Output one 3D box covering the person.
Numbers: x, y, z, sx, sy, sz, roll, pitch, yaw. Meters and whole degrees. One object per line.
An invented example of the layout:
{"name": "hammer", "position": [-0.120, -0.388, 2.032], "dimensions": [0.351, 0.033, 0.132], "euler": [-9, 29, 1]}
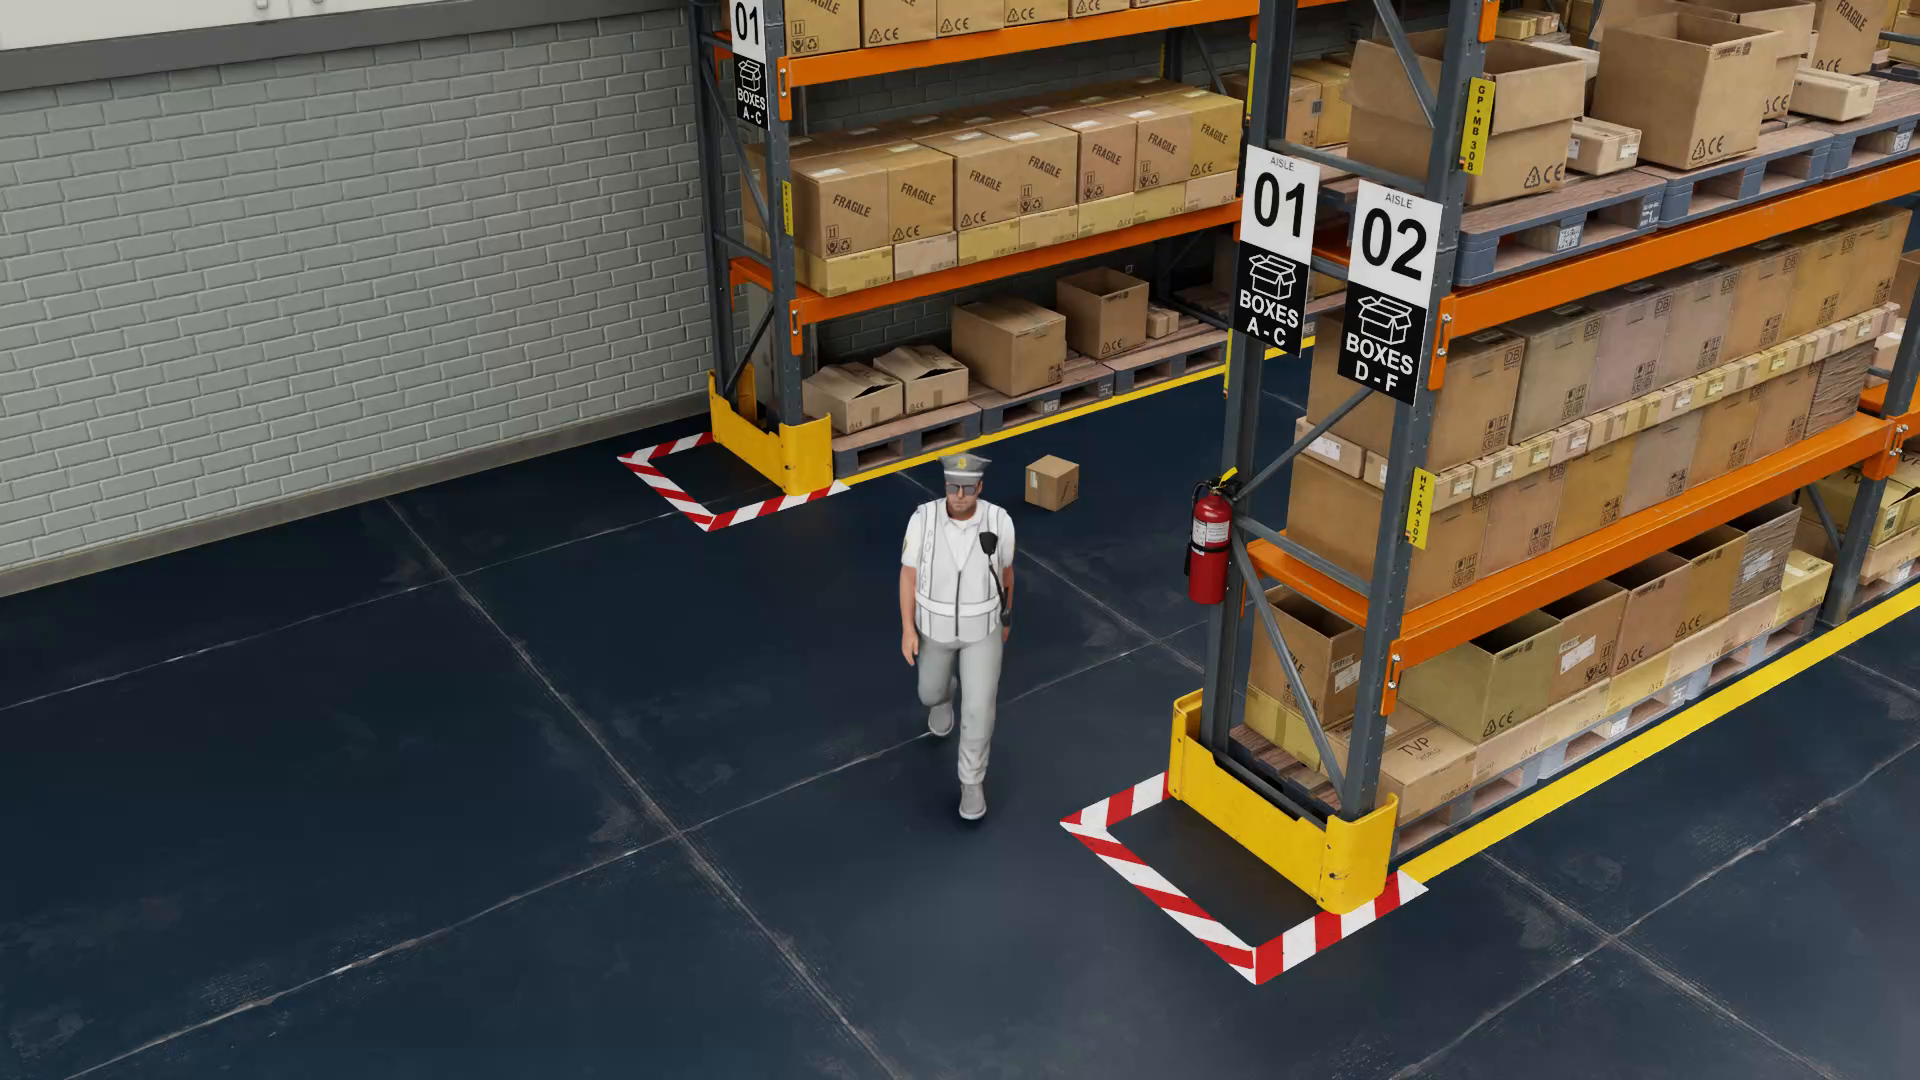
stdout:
{"name": "person", "position": [-0.014, 0.365, 7.900], "dimensions": [0.536, 1.735, 0.924], "euler": [2, 28, 4]}
